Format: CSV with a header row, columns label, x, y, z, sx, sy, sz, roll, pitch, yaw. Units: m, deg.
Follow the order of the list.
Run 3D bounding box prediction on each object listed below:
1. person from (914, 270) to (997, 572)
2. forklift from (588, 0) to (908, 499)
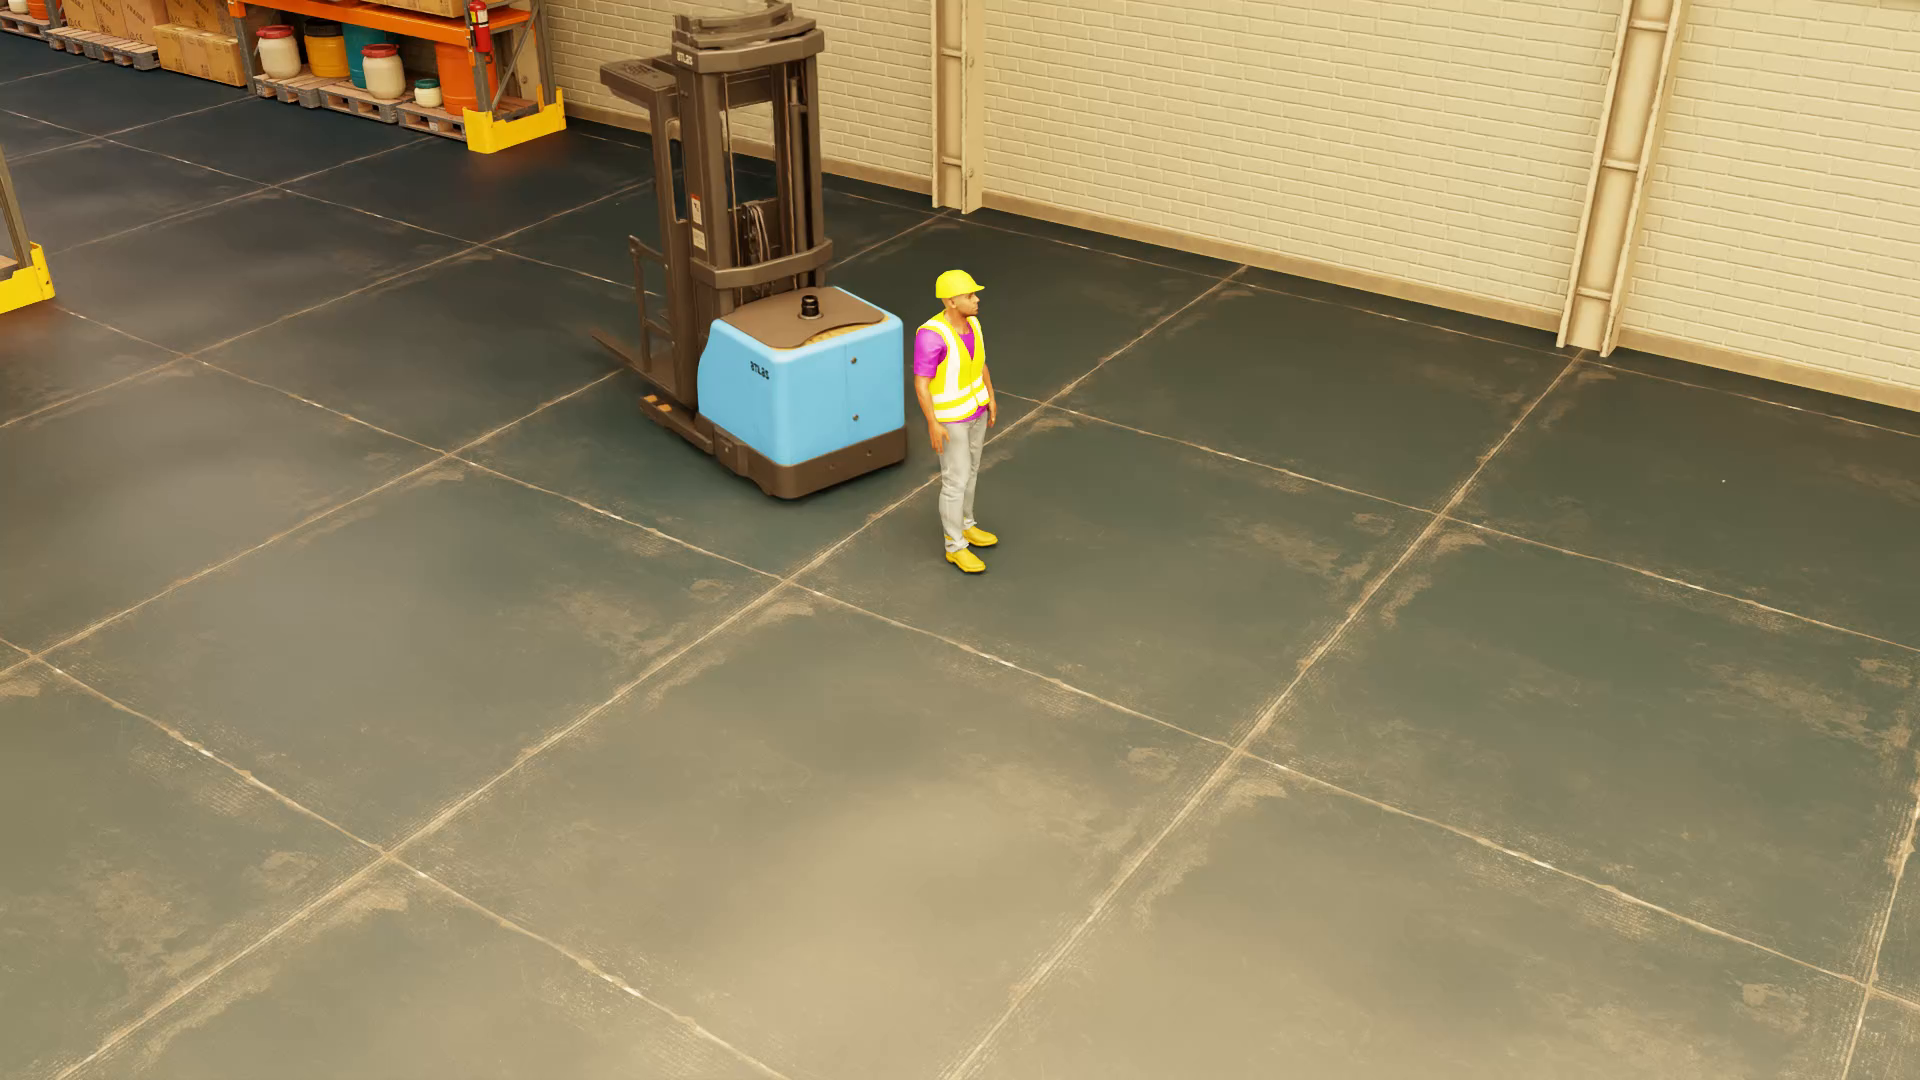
label,x,y,z,sx,sy,sz,roll,pitch,yaw
person,0.054,-0.746,10.017,0.577,1.759,0.666,19,35,29
forklift,-1.670,-2.208,11.384,1.130,2.935,3.031,-22,37,-33
